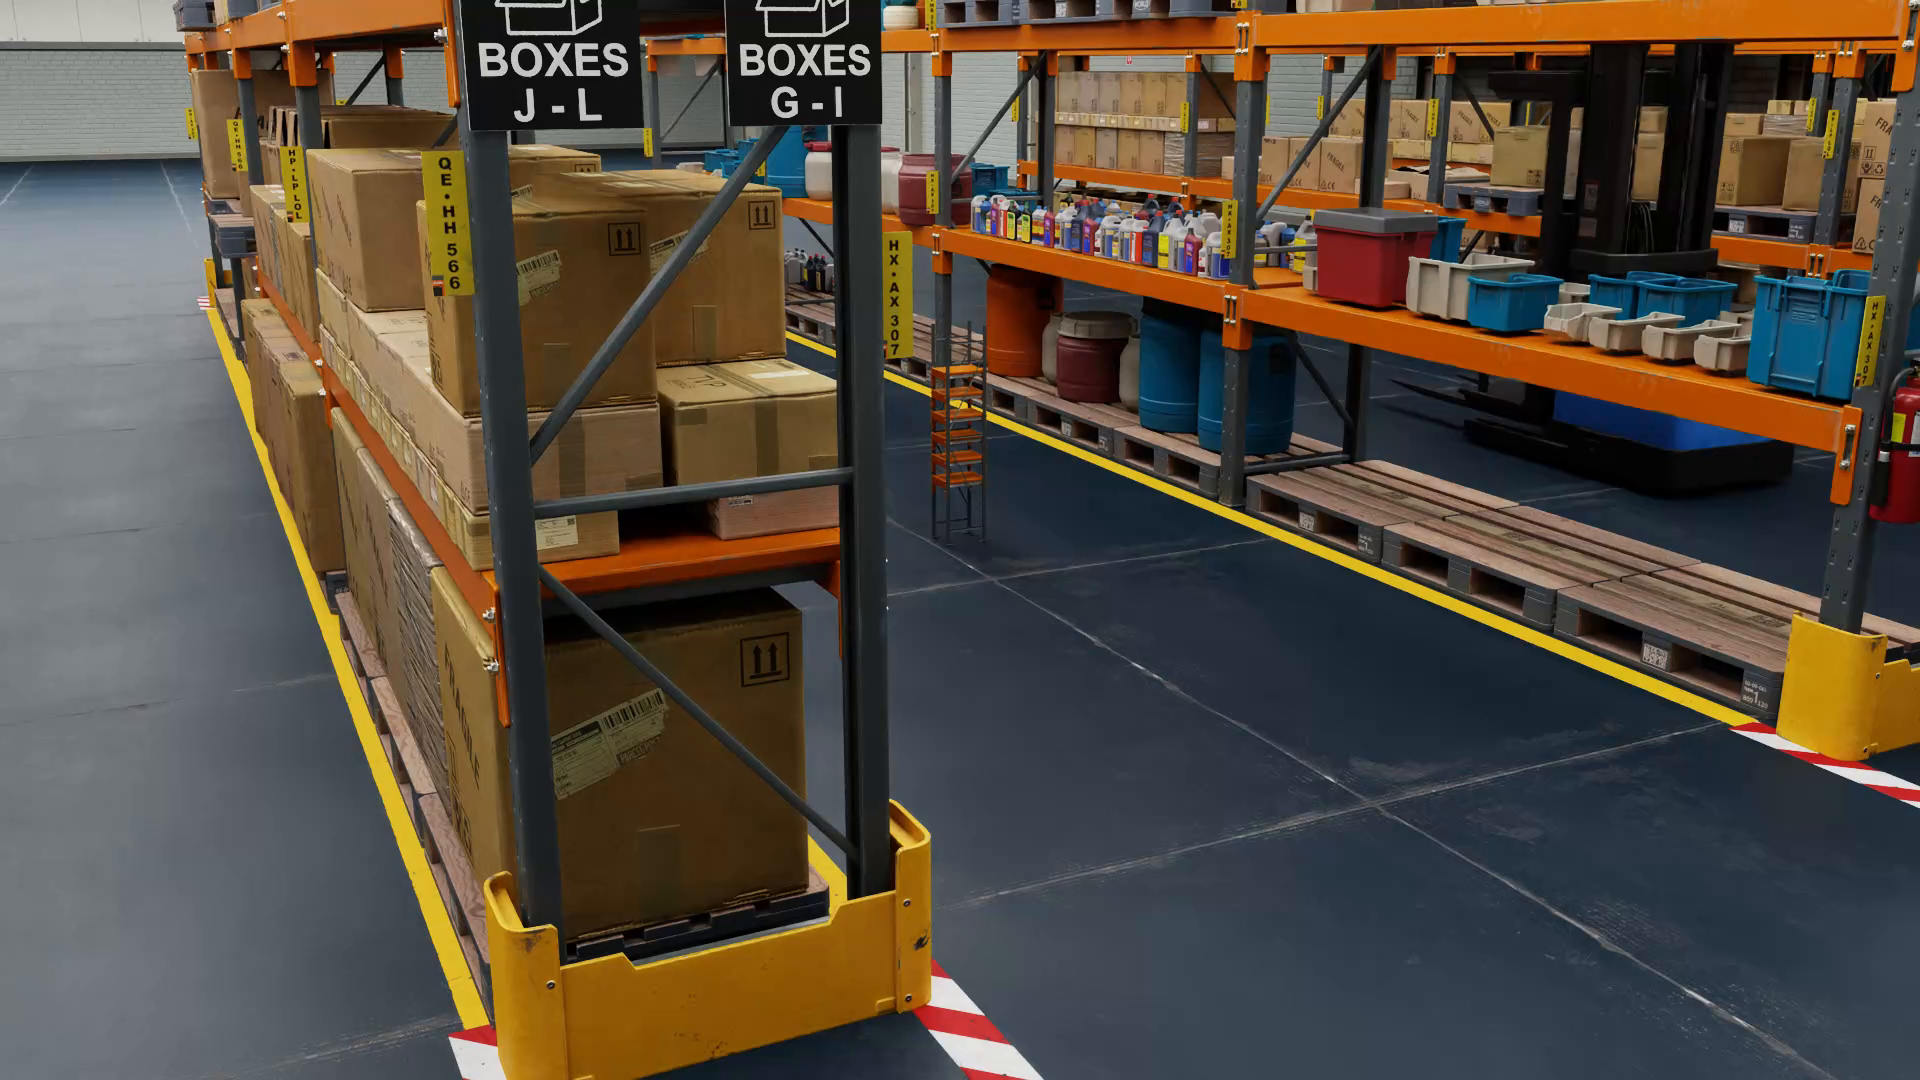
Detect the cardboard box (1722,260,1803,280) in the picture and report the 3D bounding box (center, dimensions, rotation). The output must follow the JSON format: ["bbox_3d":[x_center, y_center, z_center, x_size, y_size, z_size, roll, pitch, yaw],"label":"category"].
[{"bbox_3d":[8.821,-3.074,18.258,0.700,0.500,0.500,-7,18,-24],"label":"cardboard box"}]

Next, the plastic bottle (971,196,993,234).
[{"bbox_3d":[0.176,-2.489,12.709,0.152,0.276,0.135,-8,18,-25],"label":"plastic bottle"}]

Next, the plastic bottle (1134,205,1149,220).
[{"bbox_3d":[1.290,-2.243,11.841,0.061,0.283,0.133,-8,18,-25],"label":"plastic bottle"}]

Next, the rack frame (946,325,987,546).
[{"bbox_3d":[0.034,-0.558,9.019,0.240,1.200,0.006,-8,18,-25],"label":"rack frame"}]

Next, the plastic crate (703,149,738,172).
[{"bbox_3d":[-2.739,-4.519,19.829,0.499,0.251,0.616,-8,18,-25],"label":"plastic crate"}]

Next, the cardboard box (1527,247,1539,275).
[{"bbox_3d":[5.381,-2.446,14.709,0.500,0.250,0.500,-7,17,-23],"label":"cardboard box"}]

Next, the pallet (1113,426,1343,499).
[{"bbox_3d":[1.729,-0.559,10.815,1.003,0.211,1.213,-8,18,-25],"label":"pallet"}]

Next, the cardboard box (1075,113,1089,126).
[{"bbox_3d":[1.659,-5.257,20.773,0.380,0.149,0.250,-8,18,-27],"label":"cardboard box"}]

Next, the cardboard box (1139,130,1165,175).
[{"bbox_3d":[2.542,-4.571,19.561,0.700,0.500,0.500,-8,18,-25],"label":"cardboard box"}]

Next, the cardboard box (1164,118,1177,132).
[{"bbox_3d":[2.561,-4.747,18.997,0.380,0.149,0.250,-8,18,-26],"label":"cardboard box"}]

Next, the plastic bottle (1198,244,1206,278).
[{"bbox_3d":[1.491,-1.691,10.067,0.097,0.201,0.097,0,16,0],"label":"plastic bottle"}]

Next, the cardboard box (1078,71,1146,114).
[{"bbox_3d":[1.900,-5.562,20.663,0.700,0.500,0.500,-8,18,-25],"label":"cardboard box"}]

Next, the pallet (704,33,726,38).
[{"bbox_3d":[-1.879,-5.204,16.853,1.213,0.211,1.003,-8,18,-25],"label":"pallet"}]

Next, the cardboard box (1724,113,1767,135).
[{"bbox_3d":[8.699,-4.402,18.173,0.700,0.500,0.500,-10,19,-30],"label":"cardboard box"}]

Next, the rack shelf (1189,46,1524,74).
[{"bbox_3d":[3.856,-4.884,16.698,1.077,0.370,4.000,-8,18,-25],"label":"rack shelf"}]

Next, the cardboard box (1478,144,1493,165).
[{"bbox_3d":[6.951,-4.902,21.130,0.500,0.250,0.500,-8,18,-25],"label":"cardboard box"}]

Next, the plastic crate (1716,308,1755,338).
[{"bbox_3d":[3.607,-0.972,7.568,0.250,0.136,0.298,-8,18,-25],"label":"plastic crate"}]

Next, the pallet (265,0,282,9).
[{"bbox_3d":[-2.869,-2.675,8.044,0.805,0.209,1.217,-8,18,-27],"label":"pallet"}]

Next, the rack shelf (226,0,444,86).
[{"bbox_3d":[-3.299,-2.696,9.074,1.077,0.370,4.000,-8,18,-25],"label":"rack shelf"}]

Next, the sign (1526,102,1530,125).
[{"bbox_3d":[5.215,-3.879,15.373,0.100,0.325,0.005,-8,18,-25],"label":"sign"}]

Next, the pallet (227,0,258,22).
[{"bbox_3d":[-3.845,-3.294,10.195,1.213,0.211,1.003,-7,17,-22],"label":"pallet"}]

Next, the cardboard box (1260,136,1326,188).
[{"bbox_3d":[3.532,-4.009,17.602,0.500,0.500,0.500,-6,17,-21],"label":"cardboard box"}]

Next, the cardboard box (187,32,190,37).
[{"bbox_3d":[-7.469,-5.172,16.668,0.500,0.250,0.500,-8,18,-26],"label":"cardboard box"}]

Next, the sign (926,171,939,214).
[{"bbox_3d":[-0.214,-2.705,12.942,0.100,0.325,0.005,-8,18,-25],"label":"sign"}]

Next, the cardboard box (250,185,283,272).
[{"bbox_3d":[-4.207,-1.991,10.568,0.500,0.500,0.500,-7,17,-23],"label":"cardboard box"}]

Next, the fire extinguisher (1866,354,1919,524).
[{"bbox_3d":[3.440,-0.402,6.030,0.296,0.674,0.183,-8,18,-25],"label":"fire extinguisher"}]

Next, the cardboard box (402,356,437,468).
[{"bbox_3d":[-1.343,-0.397,4.929,0.500,0.250,0.500,-8,18,-26],"label":"cardboard box"}]

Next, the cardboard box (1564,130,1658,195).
[{"bbox_3d":[5.338,-3.150,13.846,0.700,0.500,0.500,-4,17,-14],"label":"cardboard box"}]

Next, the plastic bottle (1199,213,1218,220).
[{"bbox_3d":[1.662,-2.091,11.324,0.152,0.276,0.135,-8,18,-25],"label":"plastic bottle"}]

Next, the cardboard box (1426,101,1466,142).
[{"bbox_3d":[6.511,-5.511,21.892,0.500,0.500,0.500,-8,18,-26],"label":"cardboard box"}]

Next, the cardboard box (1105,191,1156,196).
[{"bbox_3d":[2.181,-4.173,21.219,0.500,0.500,0.500,-8,18,-25],"label":"cardboard box"}]

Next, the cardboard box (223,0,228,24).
[{"bbox_3d":[-4.604,-3.554,11.031,0.500,0.250,0.500,-8,18,-25],"label":"cardboard box"}]

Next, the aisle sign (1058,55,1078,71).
[{"bbox_3d":[1.462,-6.577,22.019,0.394,0.787,0.004,-8,18,-25],"label":"aisle sign"}]

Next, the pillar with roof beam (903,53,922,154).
[{"bbox_3d":[-4.993,-12.633,36.959,9.100,9.000,0.400,-8,18,-25],"label":"pillar with roof beam"}]

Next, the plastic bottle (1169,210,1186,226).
[{"bbox_3d":[1.382,-1.931,10.630,0.144,0.351,0.185,-8,18,-25],"label":"plastic bottle"}]

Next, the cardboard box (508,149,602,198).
[{"bbox_3d":[-1.765,-1.329,6.817,0.500,0.500,0.500,-7,18,-24],"label":"cardboard box"}]

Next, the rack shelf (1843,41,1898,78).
[{"bbox_3d":[7.360,-2.900,9.786,1.077,0.370,4.000,-8,18,-25],"label":"rack shelf"}]

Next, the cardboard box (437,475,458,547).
[{"bbox_3d":[-1.238,-0.104,4.632,0.380,0.149,0.250,-7,18,-24],"label":"cardboard box"}]

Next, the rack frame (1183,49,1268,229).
[{"bbox_3d":[2.979,-4.284,18.741,1.000,3.000,0.127,-8,18,-25],"label":"rack frame"}]

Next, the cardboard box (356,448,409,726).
[{"bbox_3d":[-1.811,0.112,6.514,0.875,0.875,0.875,-8,18,-25],"label":"cardboard box"}]

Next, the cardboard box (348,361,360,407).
[{"bbox_3d":[-2.132,-0.611,6.398,0.380,0.149,0.250,-8,18,-26],"label":"cardboard box"}]

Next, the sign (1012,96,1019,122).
[{"bbox_3d":[0.725,-5.664,21.838,0.100,0.325,0.005,-8,18,-25],"label":"sign"}]

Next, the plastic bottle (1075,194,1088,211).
[{"bbox_3d":[0.939,-2.532,12.849,0.061,0.283,0.133,-8,18,-25],"label":"plastic bottle"}]

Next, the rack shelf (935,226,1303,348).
[{"bbox_3d":[1.154,-1.853,11.573,1.077,0.370,4.000,-8,18,-25],"label":"rack shelf"}]

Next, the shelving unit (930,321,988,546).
[{"bbox_3d":[-0.006,-0.580,9.098,0.258,1.200,0.189,-8,18,-25],"label":"shelving unit"}]

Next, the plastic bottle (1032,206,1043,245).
[{"bbox_3d":[0.565,-2.249,11.884,0.097,0.271,0.097,0,16,0],"label":"plastic bottle"}]

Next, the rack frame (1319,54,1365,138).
[{"bbox_3d":[5.678,-5.875,24.287,1.000,3.000,0.127,-8,18,-25],"label":"rack frame"}]

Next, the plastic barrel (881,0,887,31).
[{"bbox_3d":[-0.484,-4.945,14.697,0.600,0.901,0.708,-8,18,-25],"label":"plastic barrel"}]

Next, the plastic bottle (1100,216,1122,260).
[{"bbox_3d":[1.025,-2.008,11.036,0.152,0.276,0.135,-8,18,-25],"label":"plastic bottle"}]

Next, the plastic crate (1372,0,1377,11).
[{"bbox_3d":[2.487,-2.974,9.123,0.450,0.188,0.662,-8,18,-25],"label":"plastic crate"}]

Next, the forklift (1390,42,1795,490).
[{"bbox_3d":[4.181,-2.075,11.167,1.130,2.935,3.031,-7,17,-22],"label":"forklift"}]

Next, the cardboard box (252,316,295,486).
[{"bbox_3d":[-3.508,-0.881,9.973,1.225,0.875,0.875,-8,18,-25],"label":"cardboard box"}]

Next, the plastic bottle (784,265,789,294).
[{"bbox_3d":[-1.887,-2.767,17.459,0.144,0.351,0.185,-8,18,-25],"label":"plastic bottle"}]

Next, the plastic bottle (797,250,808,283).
[{"bbox_3d":[-1.725,-3.027,18.366,0.144,0.351,0.185,-8,18,-25],"label":"plastic bottle"}]
